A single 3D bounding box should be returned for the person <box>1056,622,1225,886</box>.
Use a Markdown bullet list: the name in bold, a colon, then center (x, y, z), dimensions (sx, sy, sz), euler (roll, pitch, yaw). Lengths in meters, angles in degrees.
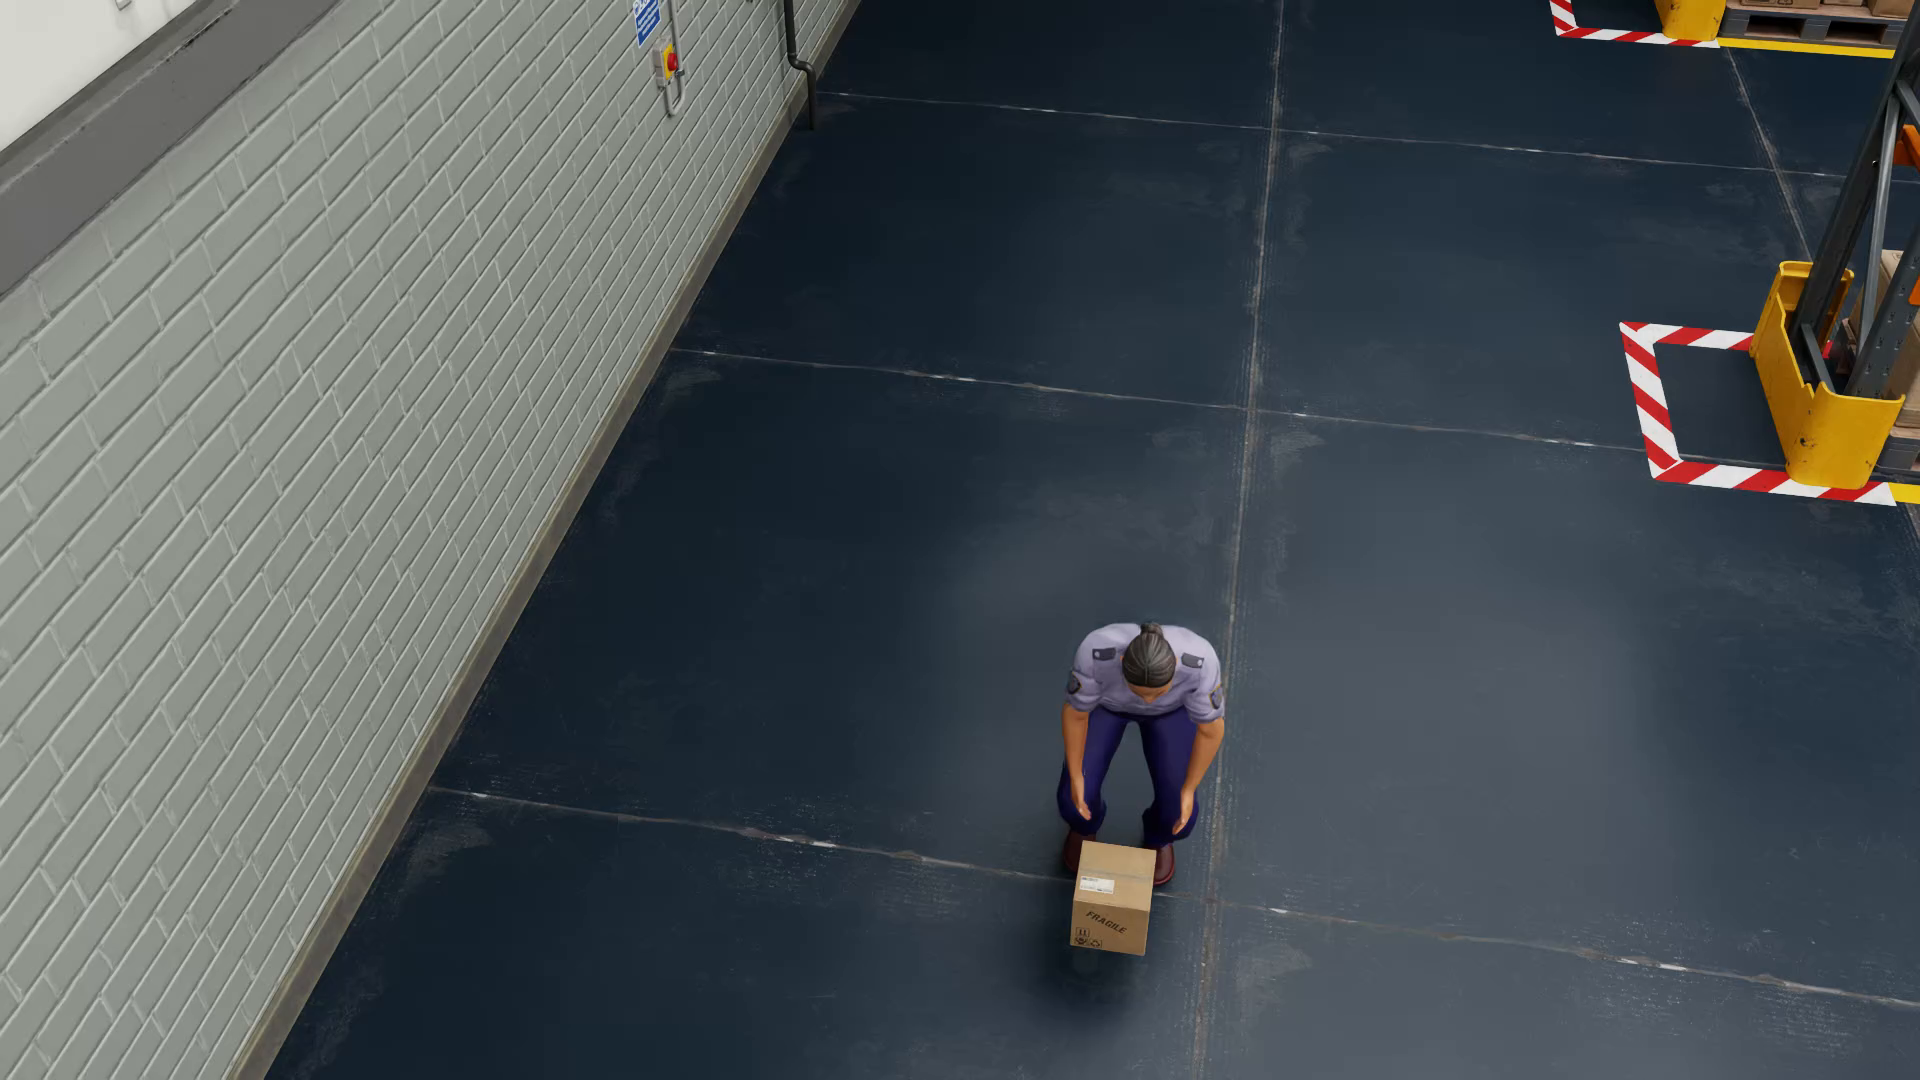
- **person**: center (0.618, 0.659, 5.647), dimensions (0.535, 1.341, 0.672), euler (7, 41, 8)
